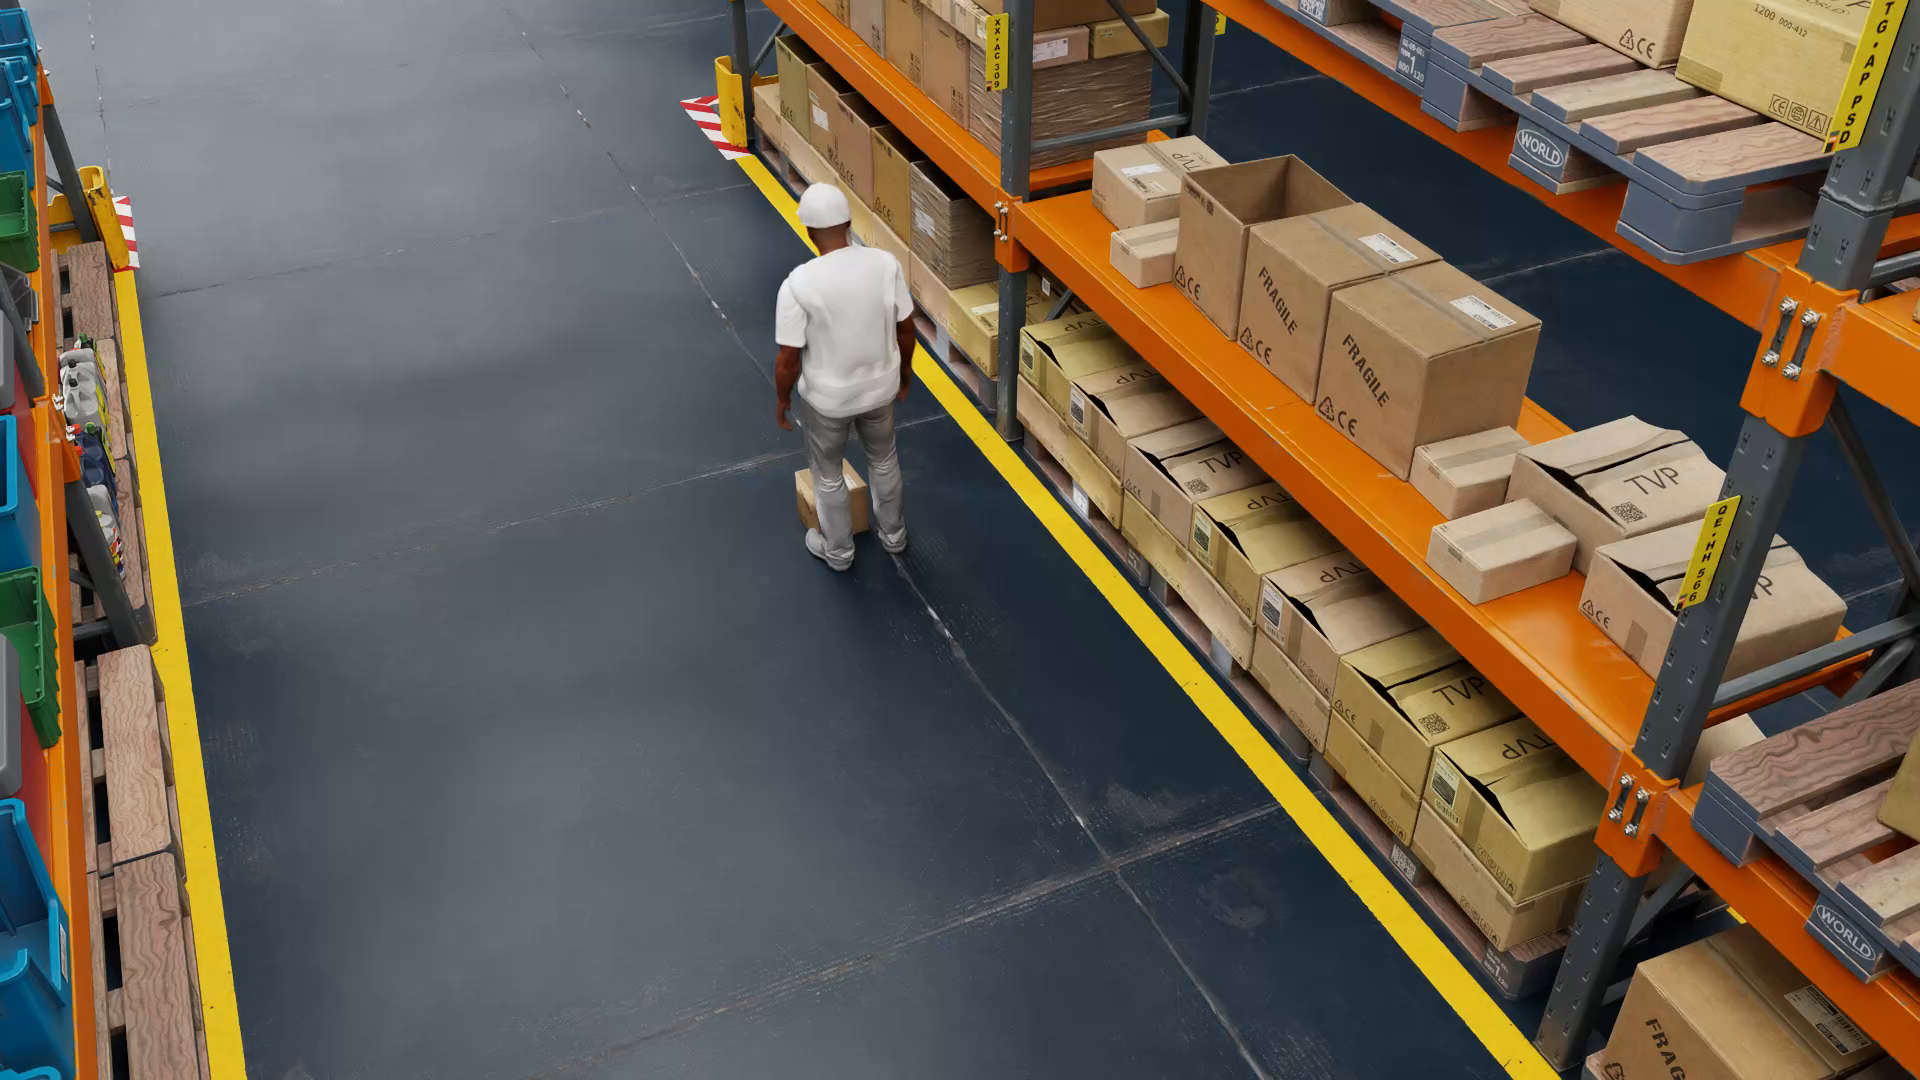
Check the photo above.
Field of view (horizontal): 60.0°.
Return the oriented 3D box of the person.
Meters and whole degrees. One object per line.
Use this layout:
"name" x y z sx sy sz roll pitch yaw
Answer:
"person" -0.484 -0.661 7.014 0.634 1.757 0.463 -16 40 -21
